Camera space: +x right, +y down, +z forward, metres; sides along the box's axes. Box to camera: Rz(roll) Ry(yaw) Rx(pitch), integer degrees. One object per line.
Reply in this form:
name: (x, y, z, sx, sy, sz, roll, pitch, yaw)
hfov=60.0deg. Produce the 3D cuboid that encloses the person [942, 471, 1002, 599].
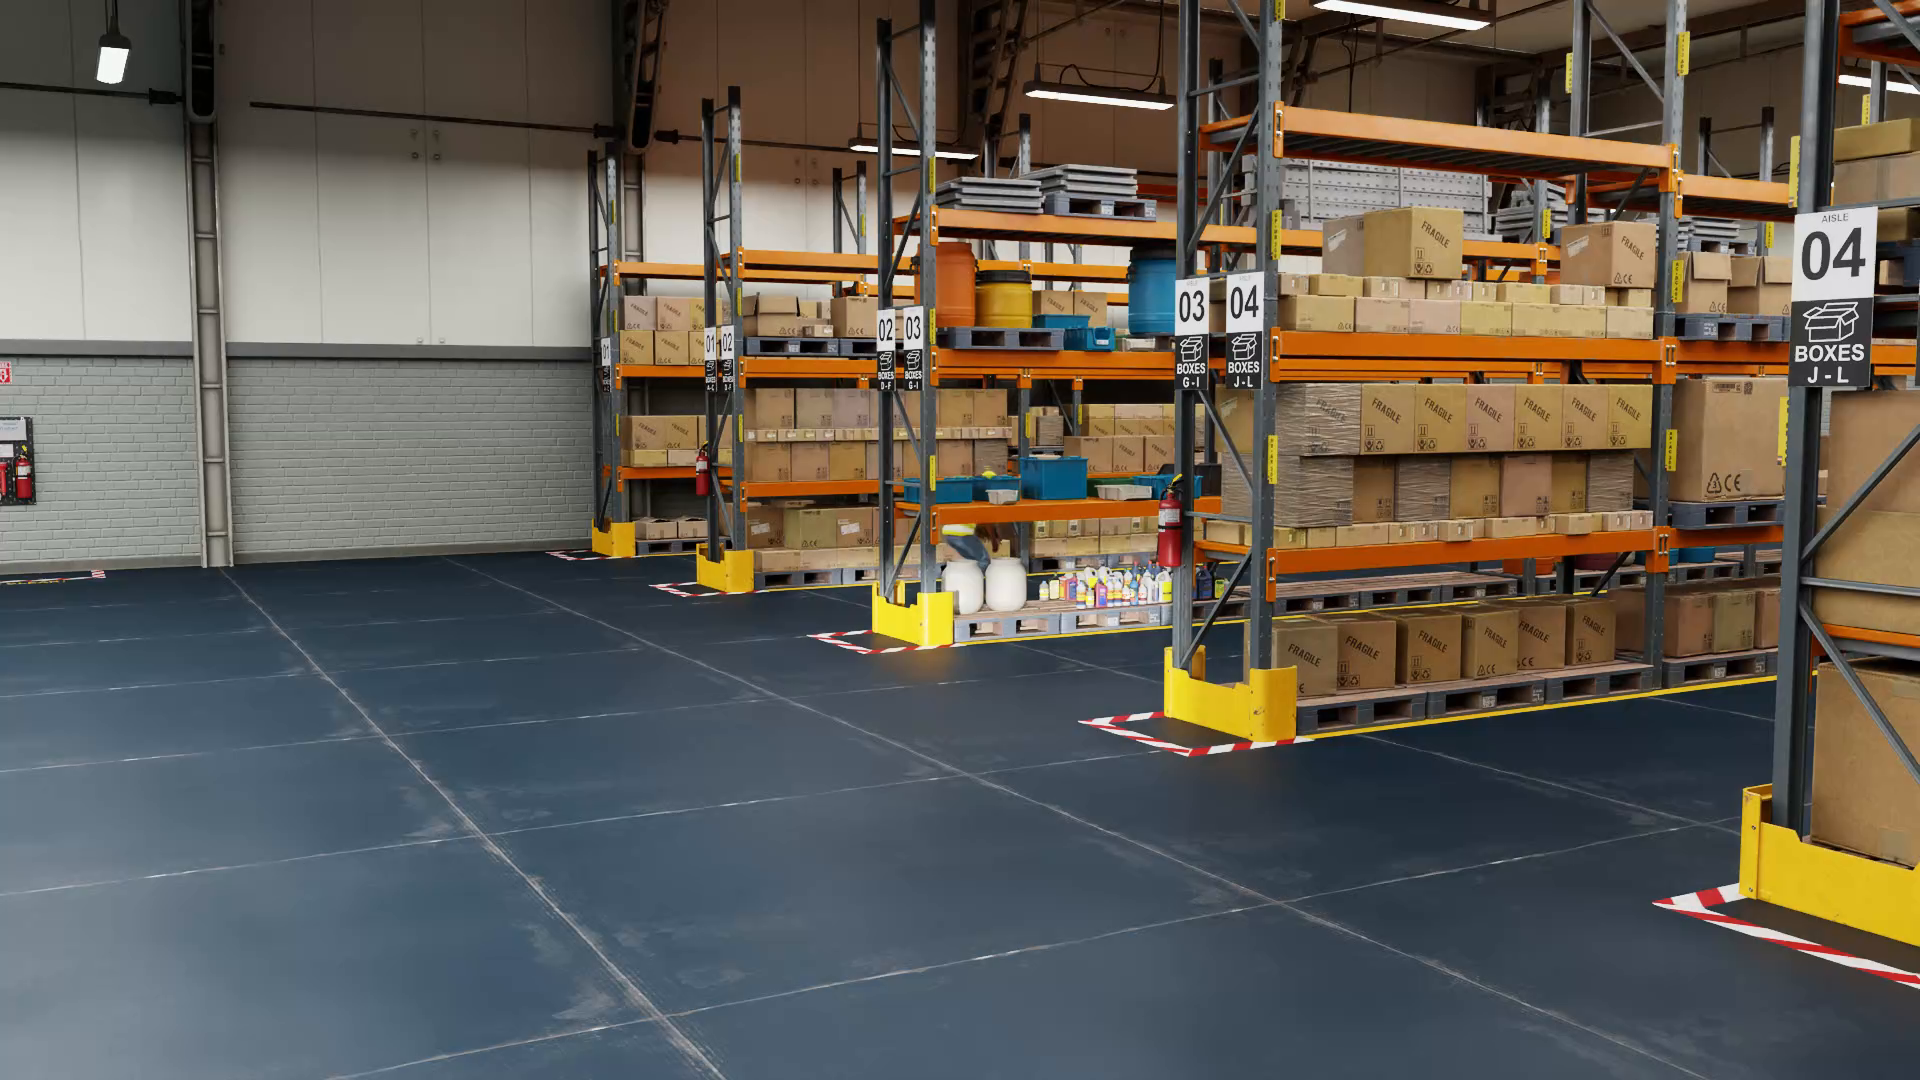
person: (0.138, -0.059, 19.387, 0.709, 1.490, 0.629, -3, 6, -28)
